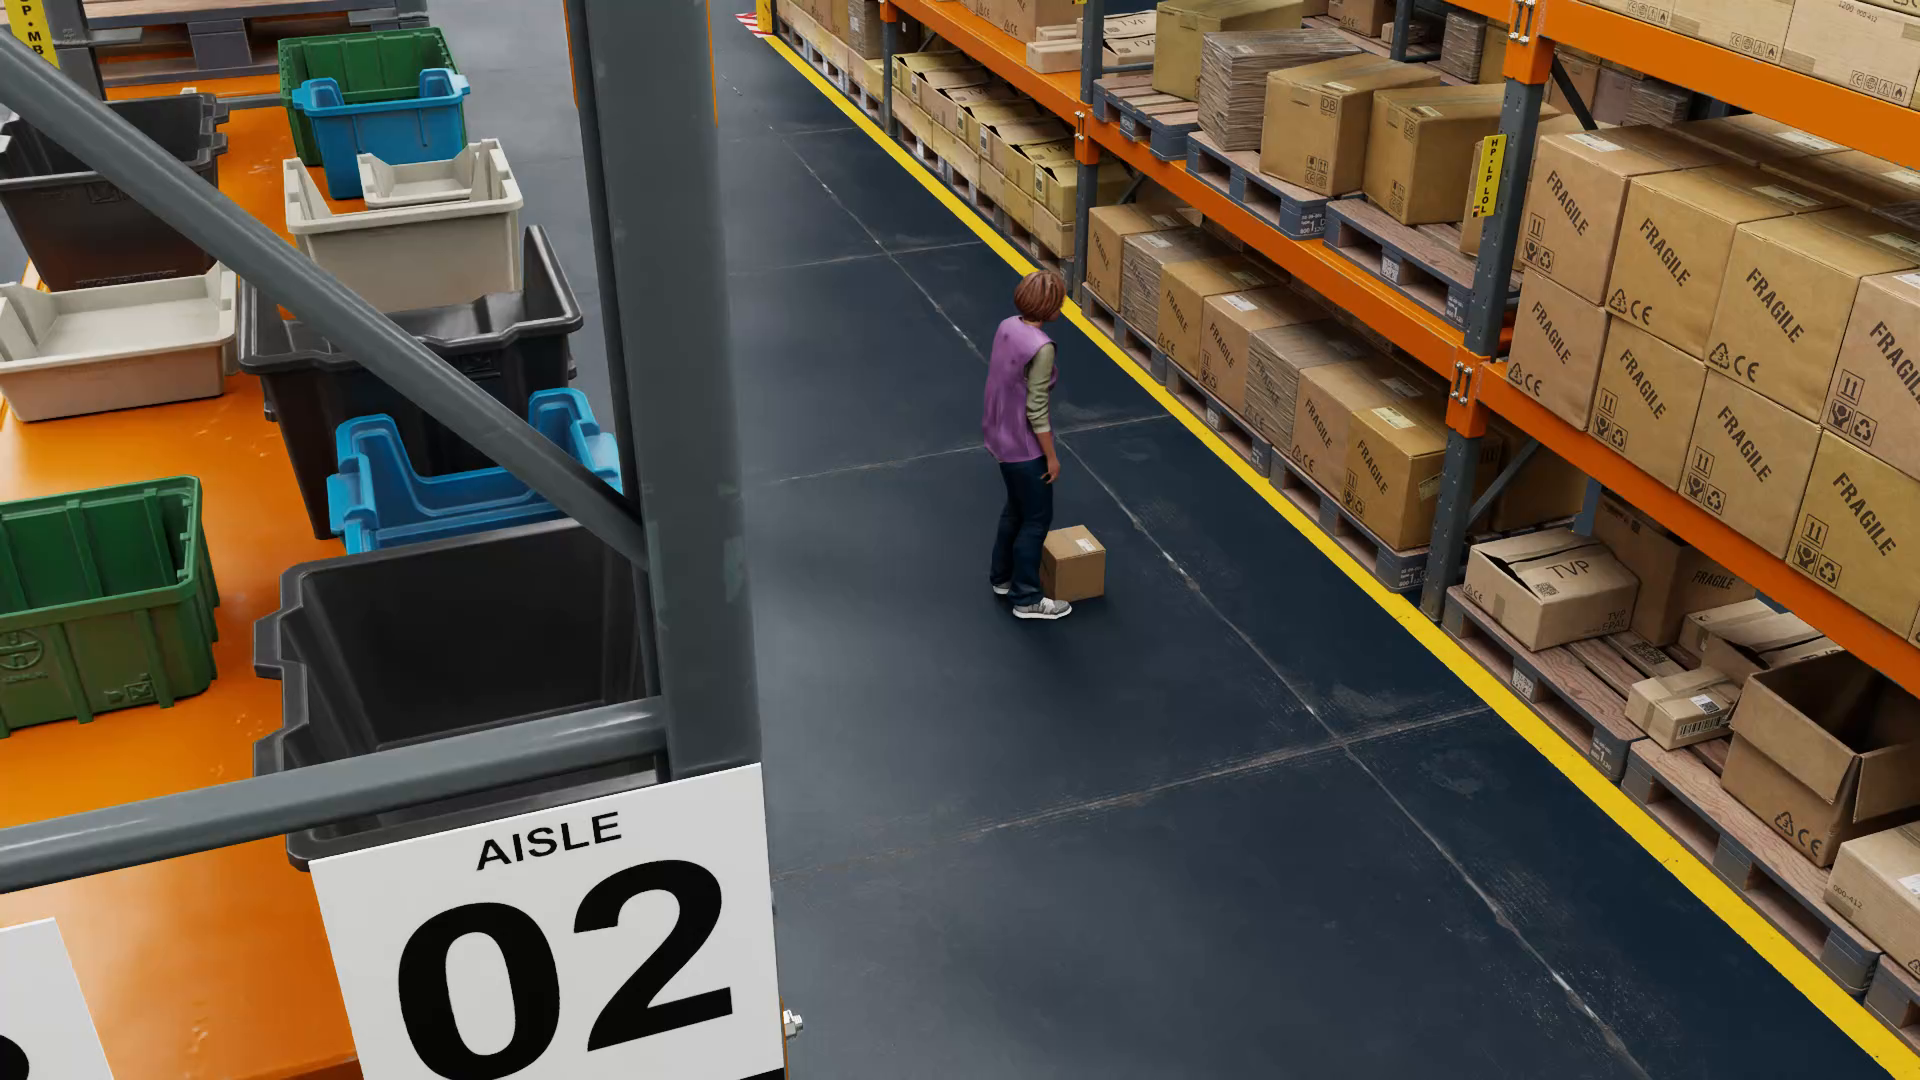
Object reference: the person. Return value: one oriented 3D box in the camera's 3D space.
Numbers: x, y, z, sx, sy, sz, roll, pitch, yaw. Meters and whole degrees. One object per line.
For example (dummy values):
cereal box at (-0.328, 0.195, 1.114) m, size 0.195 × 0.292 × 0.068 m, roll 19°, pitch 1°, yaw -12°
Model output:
person at (0.290, -0.419, 7.359) m, size 0.348 × 1.593 × 0.476 m, roll -11°, pitch 32°, yaw -19°
